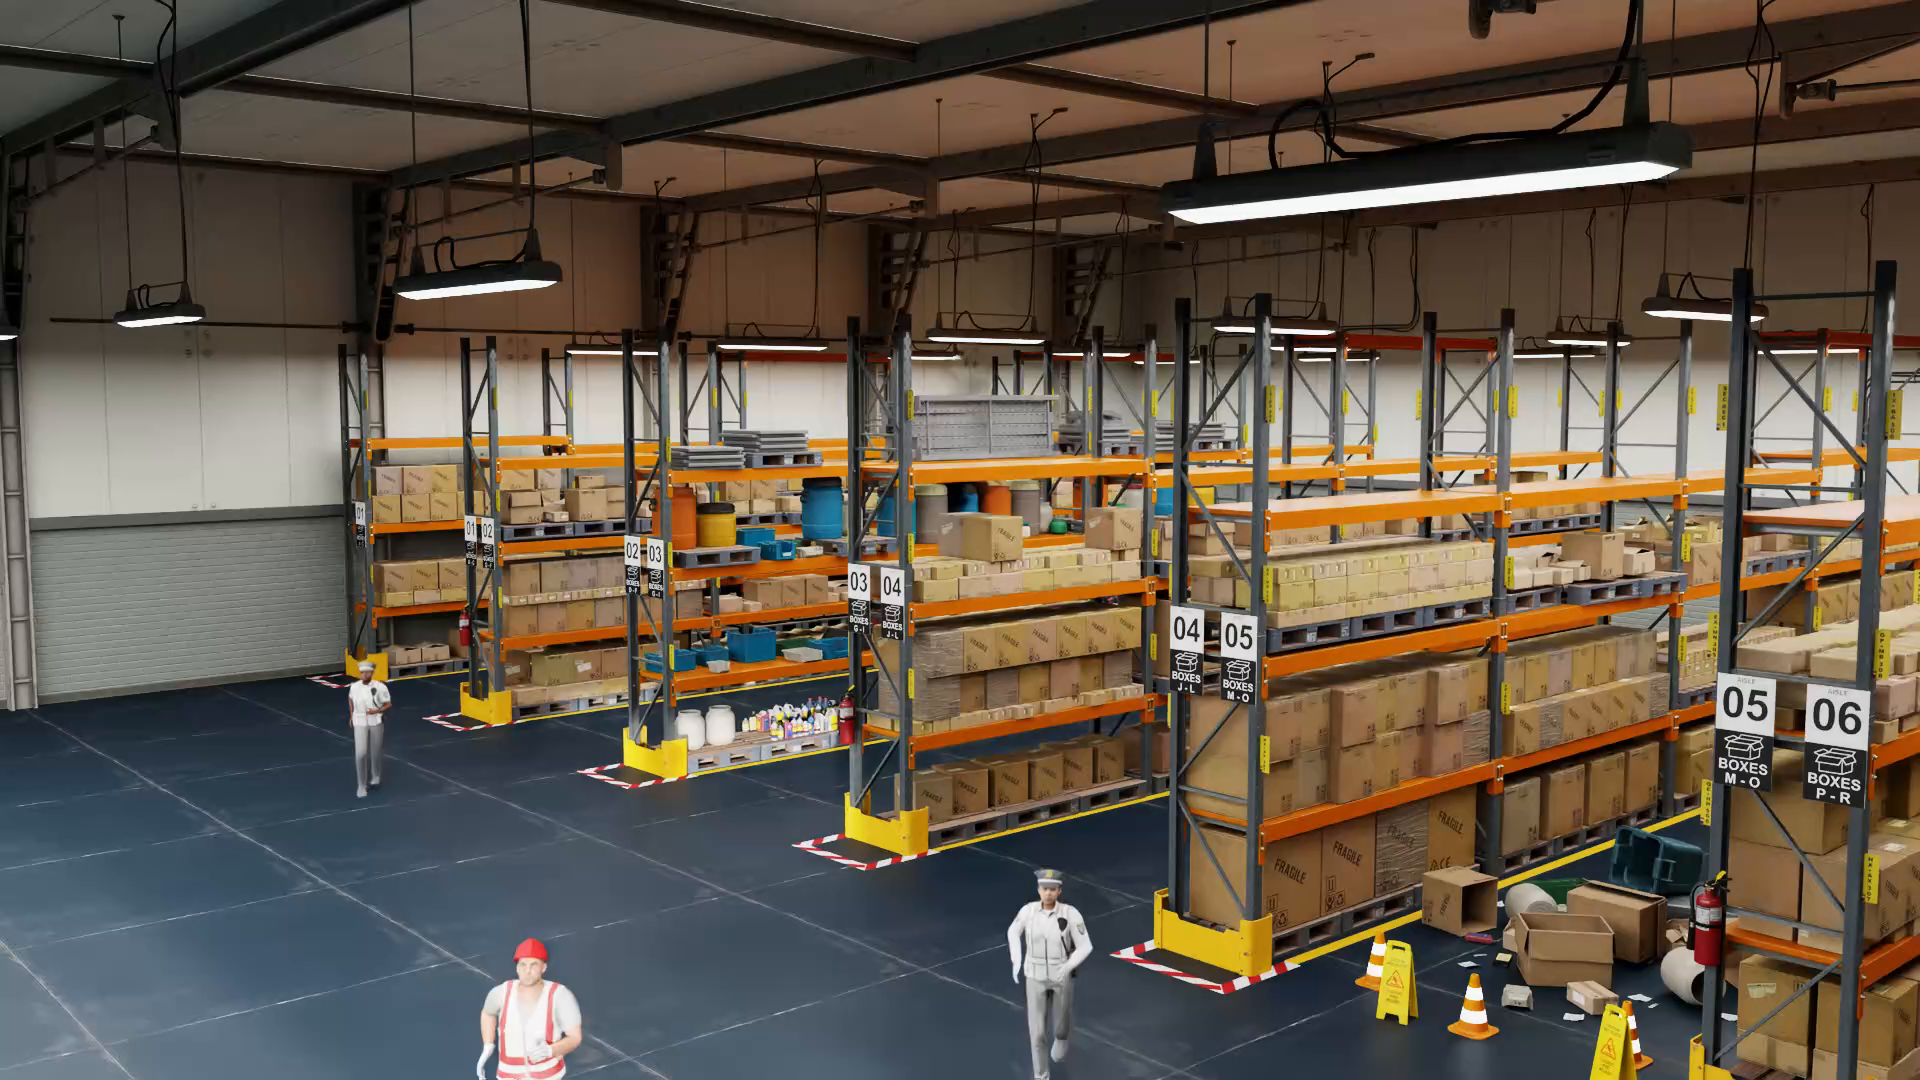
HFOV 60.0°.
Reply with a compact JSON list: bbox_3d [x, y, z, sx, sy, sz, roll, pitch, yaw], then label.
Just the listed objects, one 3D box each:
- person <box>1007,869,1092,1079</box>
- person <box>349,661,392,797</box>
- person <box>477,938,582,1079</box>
[{"bbox_3d":[0.653,3.229,12.260,0.643,1.658,0.837,1,5,8],"label":"person"},{"bbox_3d":[-7.599,2.413,21.435,0.554,1.761,0.735,-1,5,-13],"label":"person"},{"bbox_3d":[-2.644,3.362,10.225,0.646,1.838,0.758,-1,5,-10],"label":"person"}]
